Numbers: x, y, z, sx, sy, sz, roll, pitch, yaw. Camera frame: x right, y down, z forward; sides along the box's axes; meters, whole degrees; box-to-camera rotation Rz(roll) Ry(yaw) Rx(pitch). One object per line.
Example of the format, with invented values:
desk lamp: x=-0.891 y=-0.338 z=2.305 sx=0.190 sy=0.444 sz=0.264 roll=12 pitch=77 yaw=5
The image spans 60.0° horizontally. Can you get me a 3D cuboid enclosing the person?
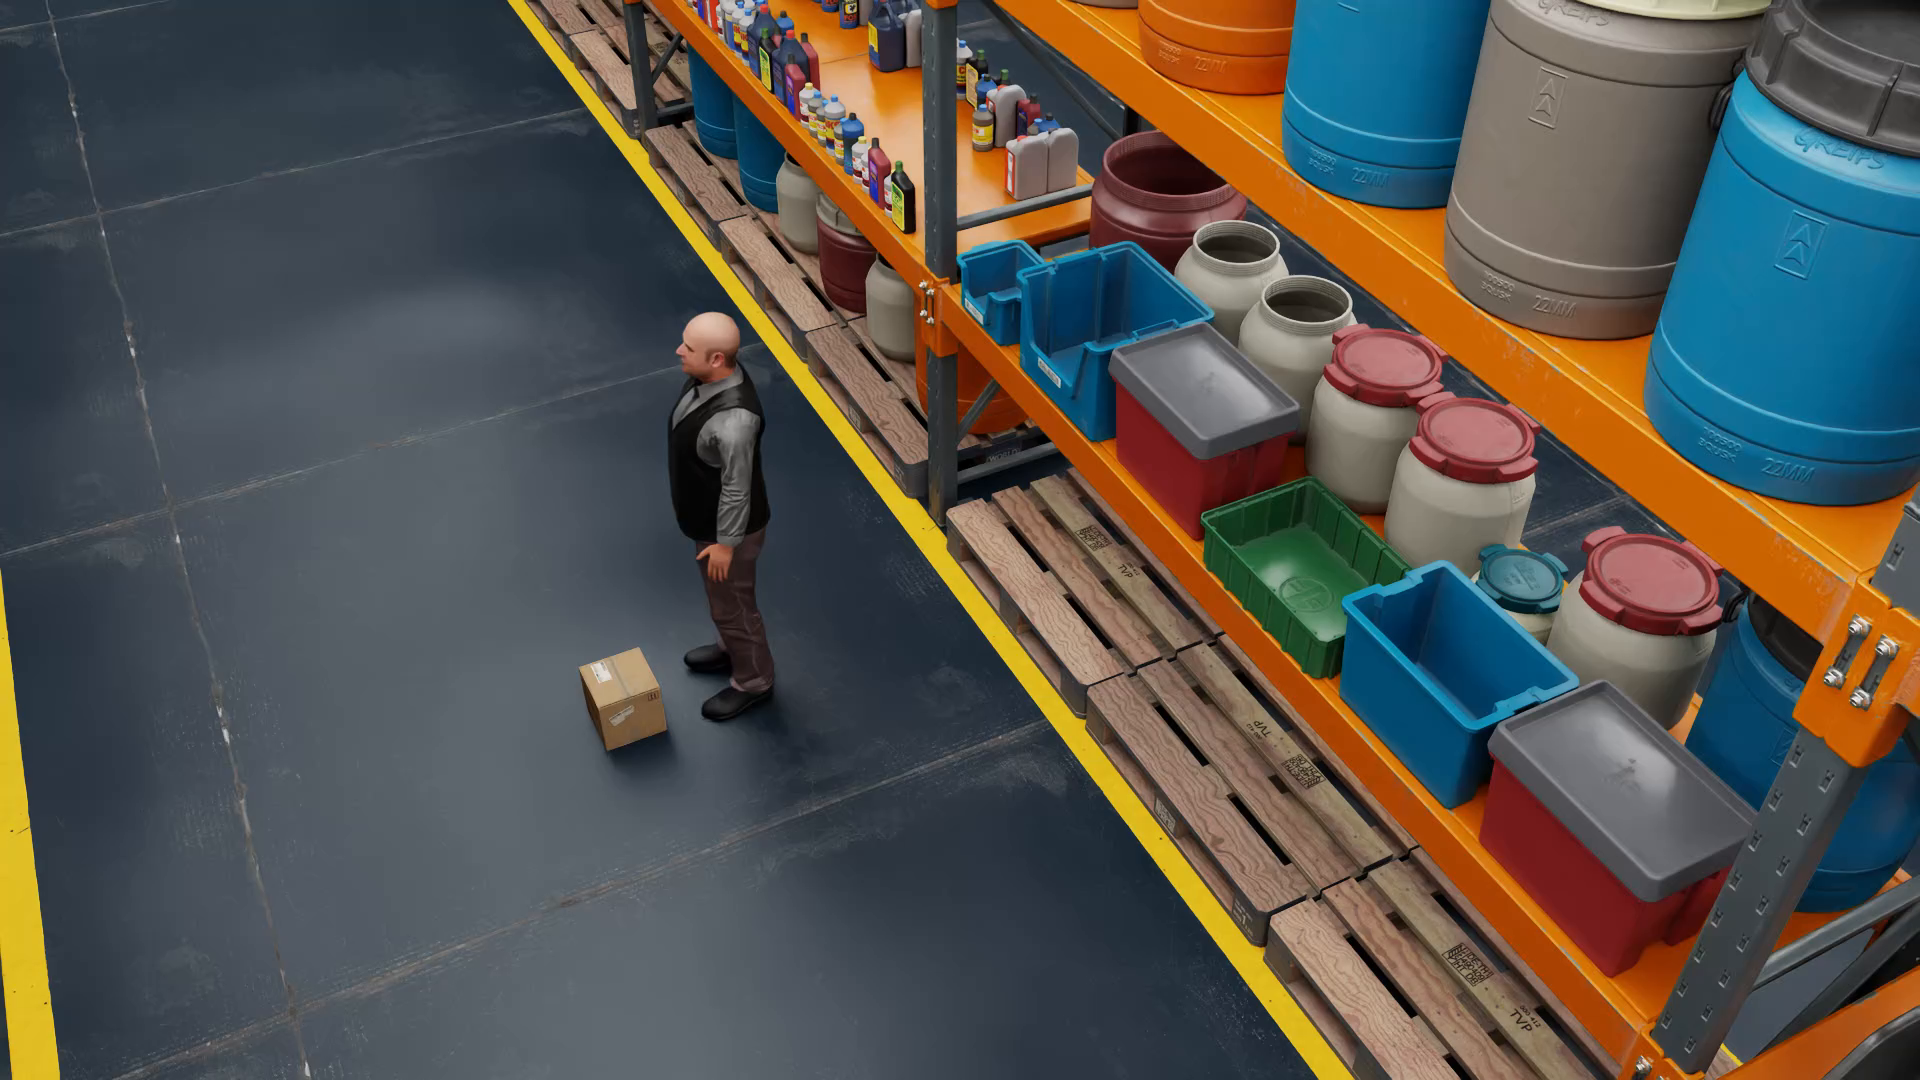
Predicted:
person: x=-0.916 y=-0.090 z=6.266 sx=0.401 sy=1.749 sz=0.563 roll=-10 pitch=42 yaw=-11
